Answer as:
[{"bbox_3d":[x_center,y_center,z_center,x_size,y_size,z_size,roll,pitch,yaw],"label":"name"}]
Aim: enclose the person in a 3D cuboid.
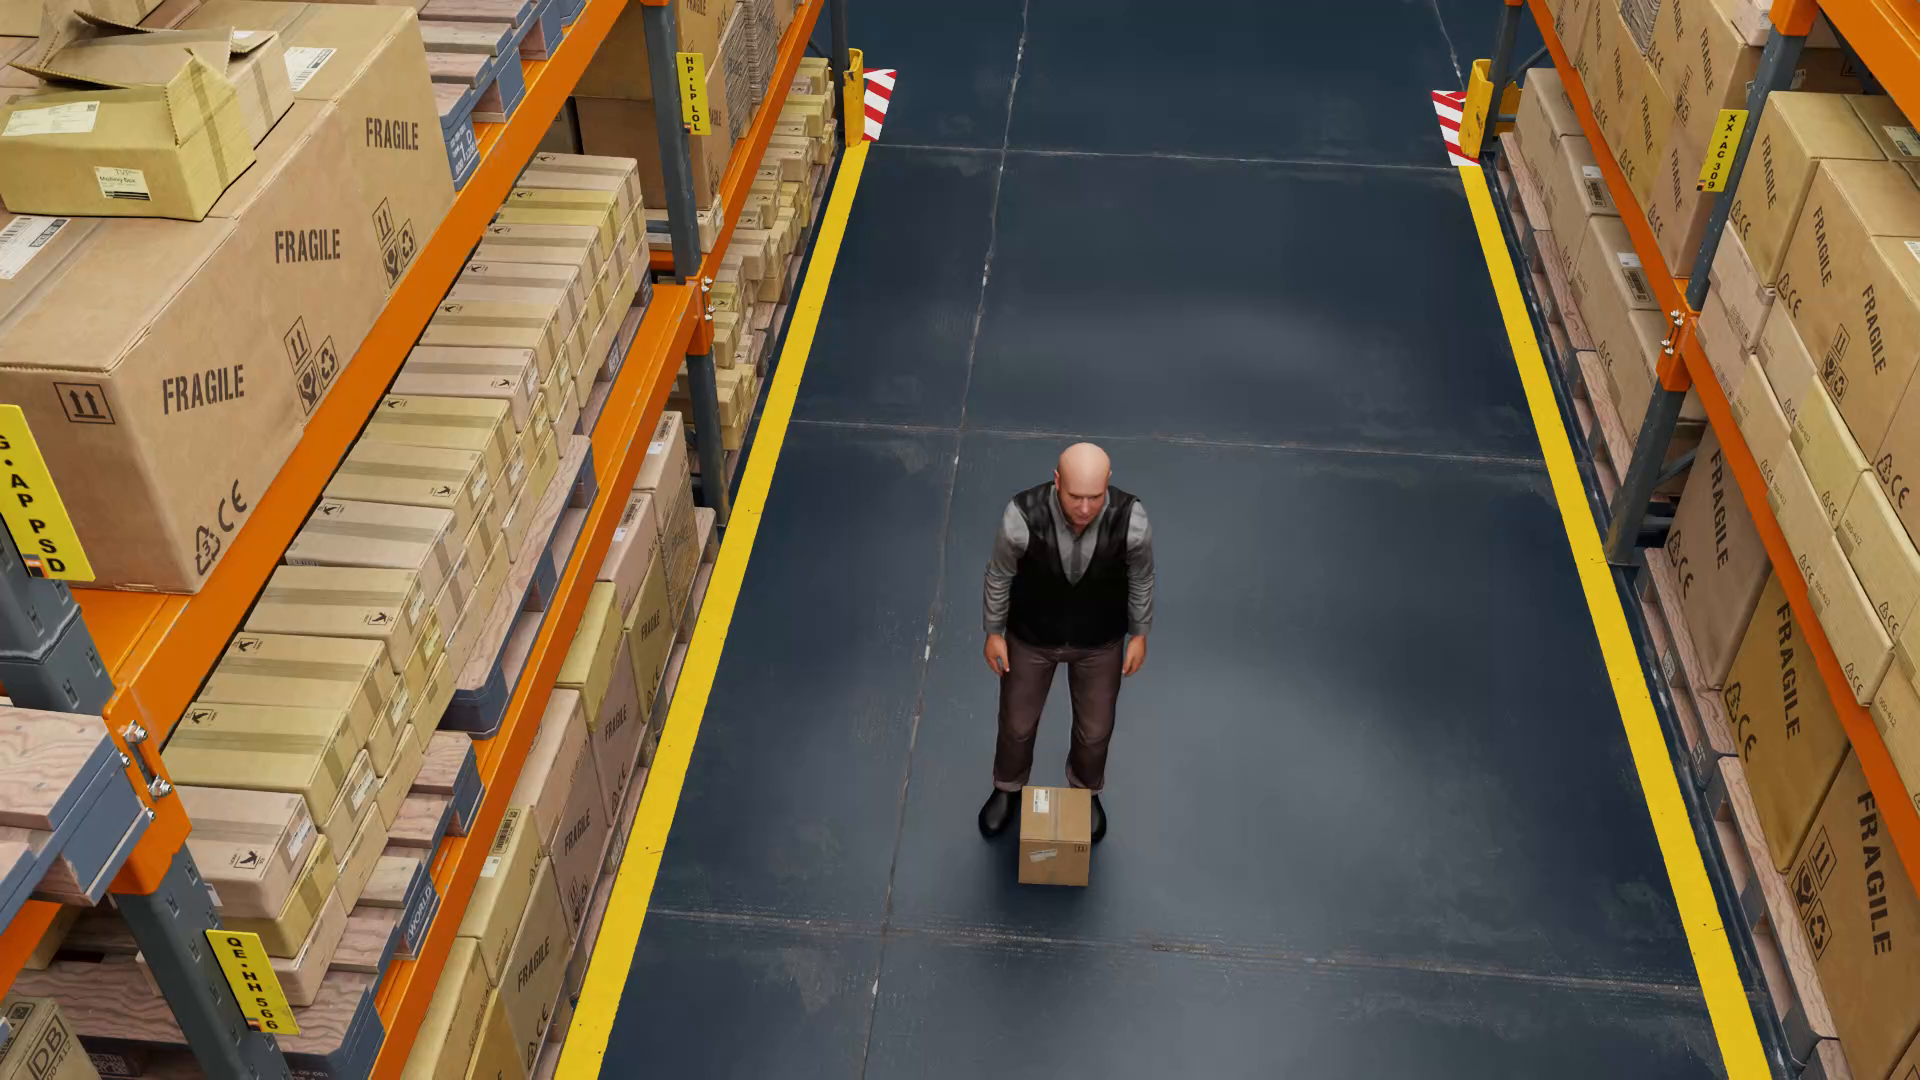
[{"bbox_3d":[0.367,0.329,5.780,0.591,1.720,0.422,1,40,1],"label":"person"}]
